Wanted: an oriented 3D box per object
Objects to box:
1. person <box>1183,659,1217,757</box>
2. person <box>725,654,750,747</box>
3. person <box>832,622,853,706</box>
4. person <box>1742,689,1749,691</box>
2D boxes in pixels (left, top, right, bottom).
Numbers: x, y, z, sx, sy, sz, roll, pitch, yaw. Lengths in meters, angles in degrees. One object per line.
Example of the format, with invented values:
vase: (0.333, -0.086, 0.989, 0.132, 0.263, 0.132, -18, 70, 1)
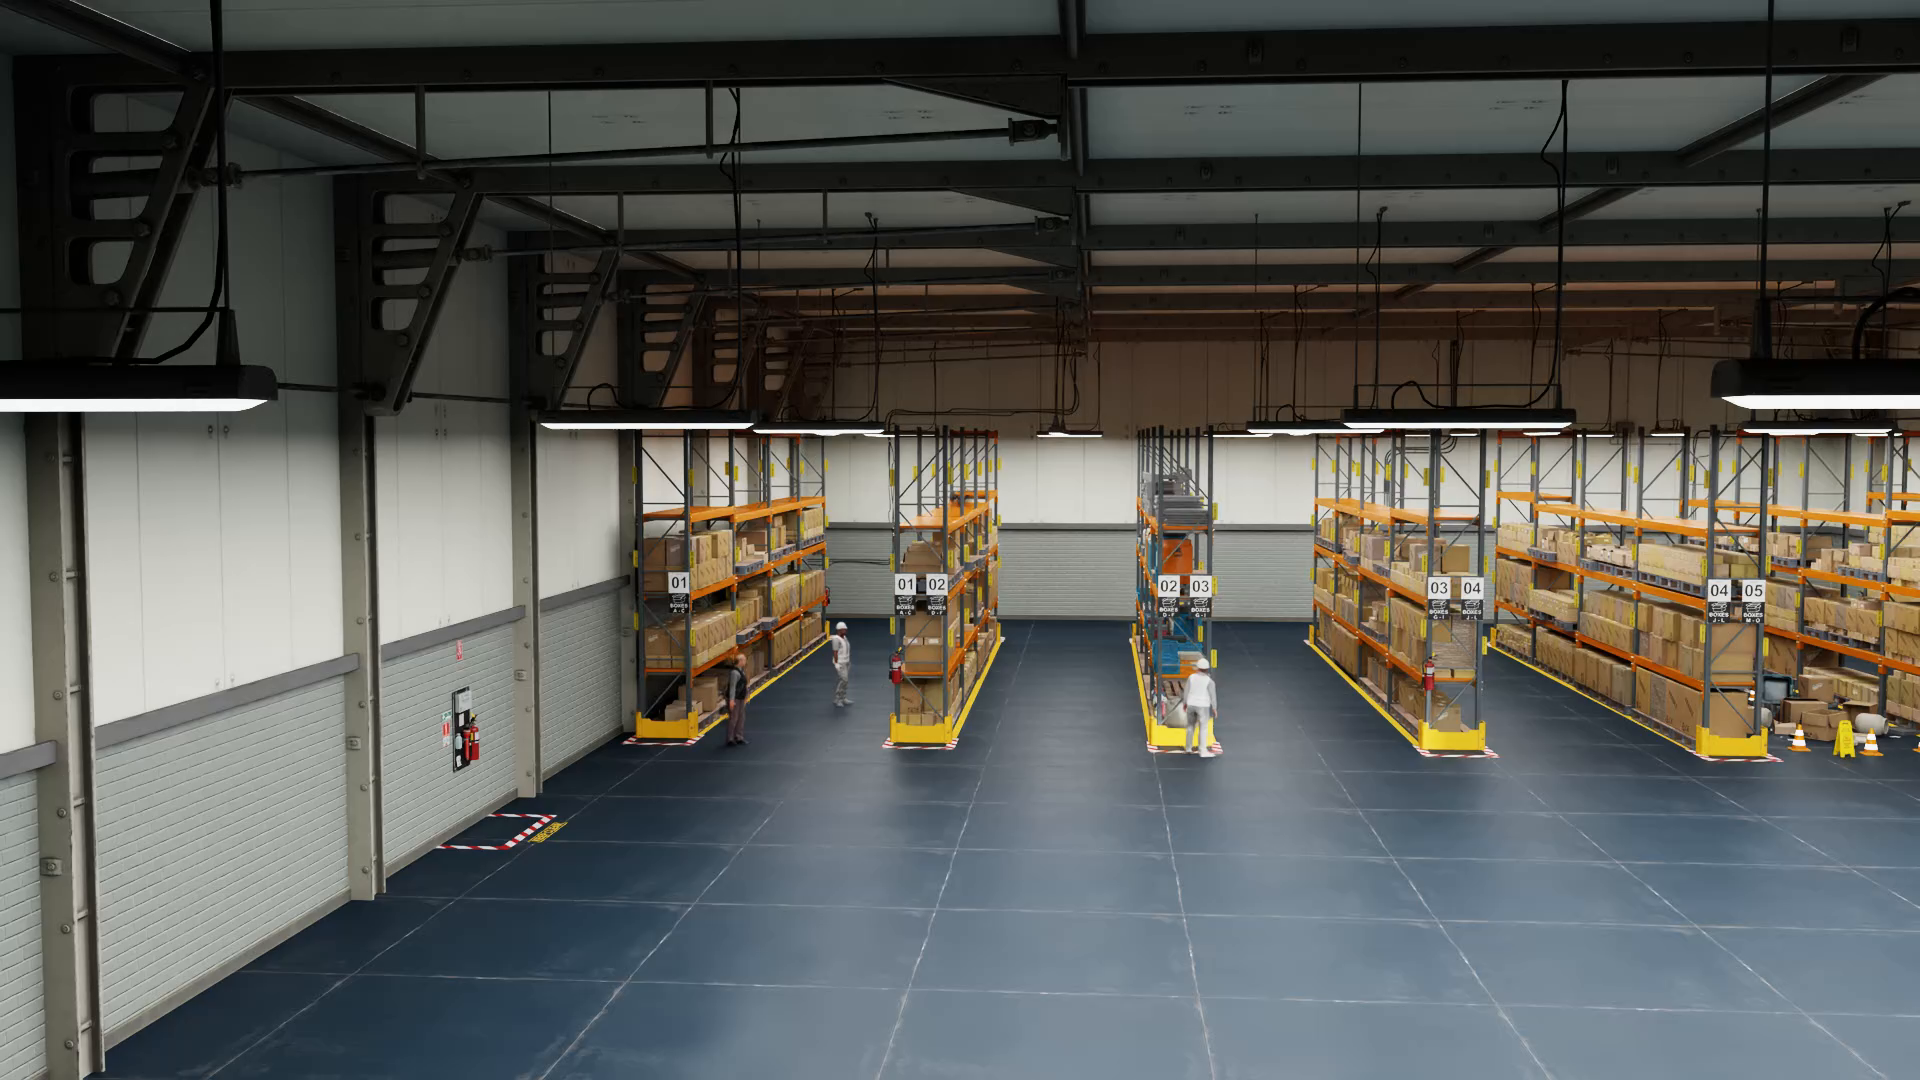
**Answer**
person: (4.322, 3.049, 30.140, 0.677, 1.818, 0.428, 3, 5, 43)
person: (-4.182, 3.000, 31.132, 0.452, 1.735, 0.588, 1, 3, 9)
person: (-2.540, 2.699, 36.053, 0.406, 1.840, 0.590, 1, 4, 13)
person: (17.838, 2.643, 37.909, 0.501, 1.578, 0.841, 0, 3, -8)
